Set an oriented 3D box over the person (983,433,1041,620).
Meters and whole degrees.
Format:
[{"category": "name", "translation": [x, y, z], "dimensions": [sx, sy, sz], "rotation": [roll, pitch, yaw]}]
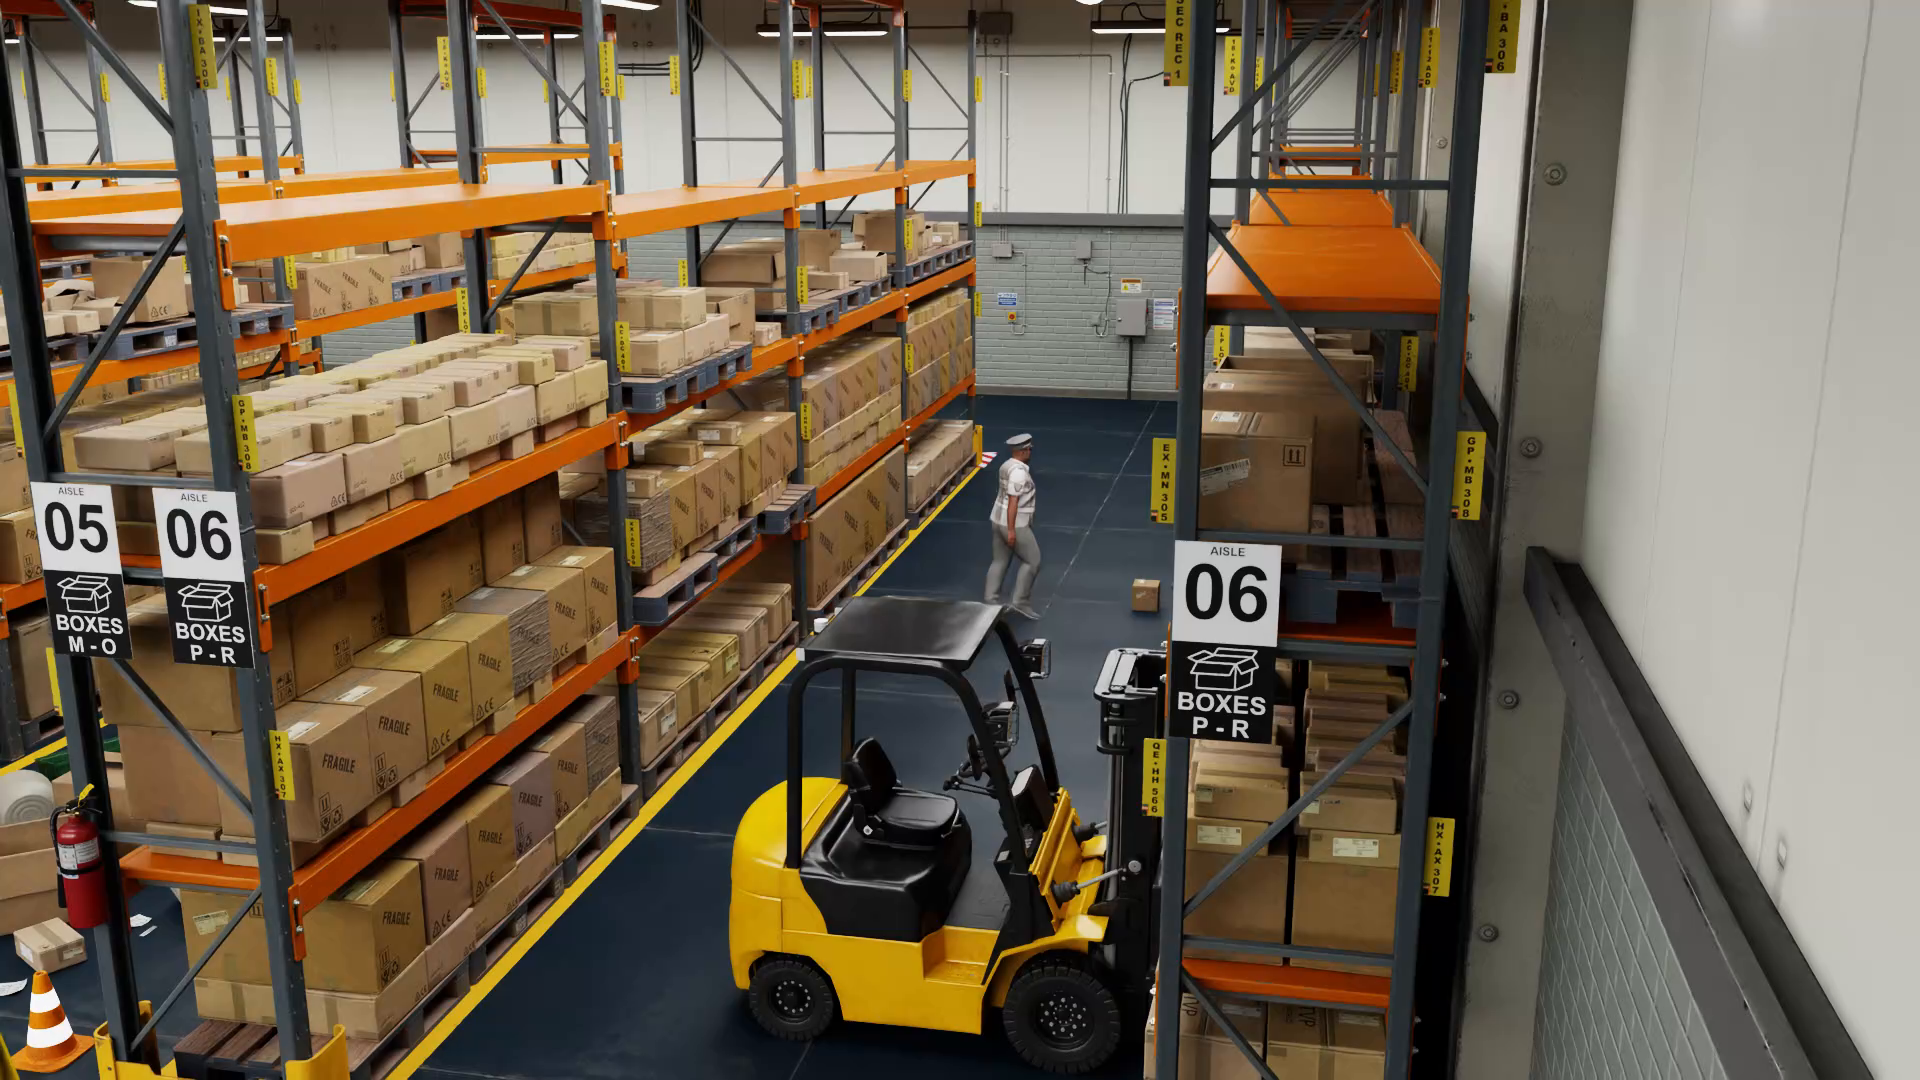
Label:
[{"category": "person", "translation": [0.472, -0.121, 15.991], "dimensions": [0.535, 1.800, 0.568], "rotation": [-6, 16, -20]}]
